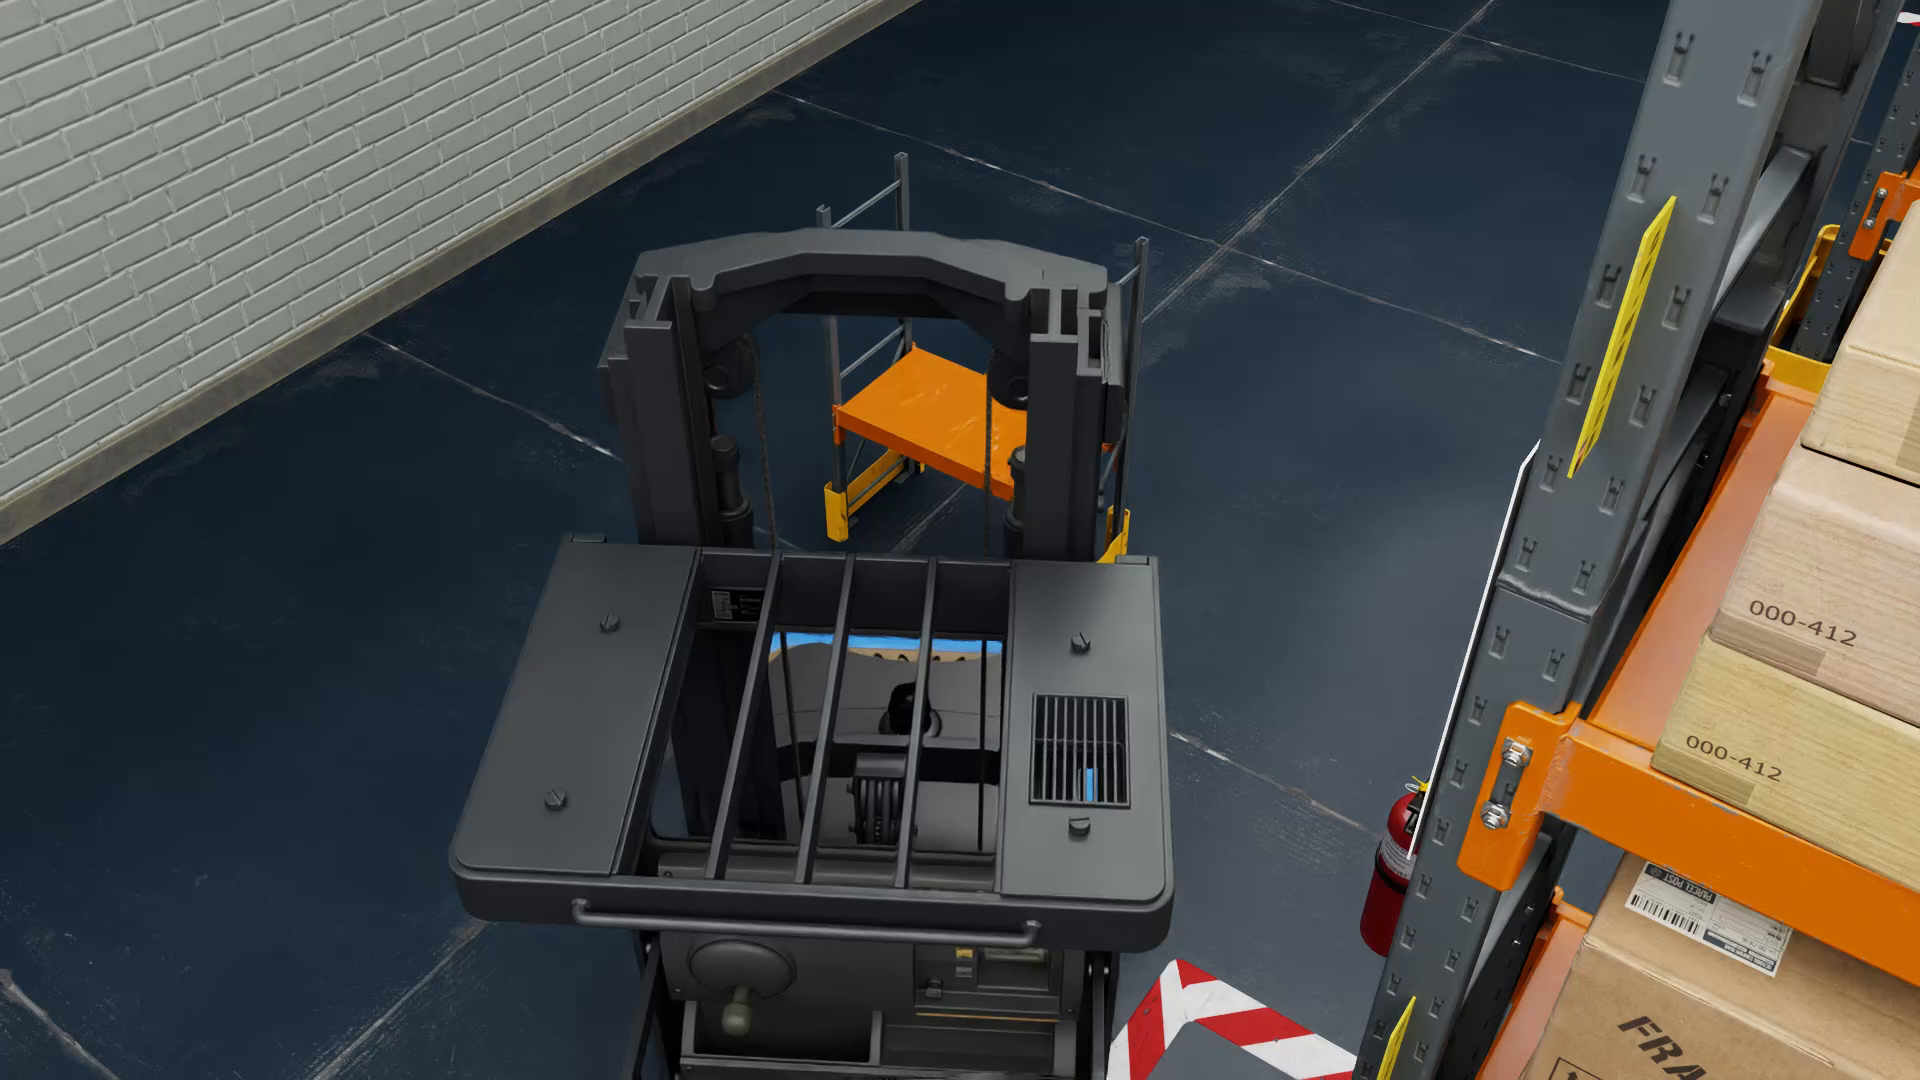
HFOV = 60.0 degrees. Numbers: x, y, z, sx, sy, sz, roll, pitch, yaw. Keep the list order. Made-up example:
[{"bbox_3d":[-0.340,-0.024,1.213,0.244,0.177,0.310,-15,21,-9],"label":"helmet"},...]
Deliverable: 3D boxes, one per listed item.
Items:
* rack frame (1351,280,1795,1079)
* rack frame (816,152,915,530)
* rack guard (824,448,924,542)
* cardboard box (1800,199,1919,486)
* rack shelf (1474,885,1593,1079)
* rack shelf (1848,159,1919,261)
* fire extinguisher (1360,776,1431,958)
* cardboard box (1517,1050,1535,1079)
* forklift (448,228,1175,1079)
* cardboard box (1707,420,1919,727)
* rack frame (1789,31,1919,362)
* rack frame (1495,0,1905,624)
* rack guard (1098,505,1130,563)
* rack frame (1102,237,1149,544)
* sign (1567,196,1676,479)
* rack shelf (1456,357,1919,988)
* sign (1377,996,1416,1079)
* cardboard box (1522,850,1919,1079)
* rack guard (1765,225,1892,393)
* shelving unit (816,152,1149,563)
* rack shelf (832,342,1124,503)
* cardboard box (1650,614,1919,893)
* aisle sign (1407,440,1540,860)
[{"bbox_3d":[1.042,0.929,3.462,0.127,3.000,1.000,25,48,25],"label":"rack frame"},{"bbox_3d":[-0.346,-0.721,6.431,0.032,1.500,0.500,25,48,25],"label":"rack frame"},{"bbox_3d":[-0.345,-0.255,6.847,0.087,0.250,0.587,25,48,25],"label":"rack guard"},{"bbox_3d":[1.176,-0.220,1.935,0.250,0.149,0.380,25,47,25],"label":"cardboard box"},{"bbox_3d":[2.679,1.963,2.847,4.000,0.370,1.077,25,48,25],"label":"rack shelf"},{"bbox_3d":[5.439,-0.778,5.910,4.000,0.370,1.077,25,48,25],"label":"rack shelf"},{"bbox_3d":[1.101,0.748,4.002,0.183,0.674,0.296,25,48,25],"label":"fire extinguisher"},{"bbox_3d":[1.251,1.103,2.969,0.500,0.500,0.500,27,49,27],"label":"cardboard box"},{"bbox_3d":[-0.201,0.976,3.461,1.130,2.935,3.031,2,42,3],"label":"forklift"},{"bbox_3d":[1.260,-0.006,1.995,0.500,0.250,0.500,26,48,26],"label":"cardboard box"},{"bbox_3d":[3.801,-1.812,6.526,0.127,3.000,1.000,25,48,25],"label":"rack frame"},{"bbox_3d":[1.042,-1.307,1.462,0.127,3.000,1.000,25,48,25],"label":"rack frame"},{"bbox_3d":[0.470,0.127,6.421,0.087,0.250,0.587,25,48,25],"label":"rack guard"},{"bbox_3d":[0.486,-0.332,5.996,0.032,1.500,0.500,25,48,25],"label":"rack frame"},{"bbox_3d":[0.730,-0.218,1.840,0.005,0.325,0.100,25,48,25],"label":"sign"},{"bbox_3d":[2.679,0.845,1.846,4.000,0.370,1.077,25,48,25],"label":"rack shelf"},{"bbox_3d":[0.730,0.903,2.843,0.005,0.325,0.100,25,48,25],"label":"sign"},{"bbox_3d":[1.257,0.725,2.642,0.500,0.500,0.500,25,47,25],"label":"cardboard box"},{"bbox_3d":[3.782,-0.890,7.370,0.348,0.500,1.175,25,48,25],"label":"rack guard"},{"bbox_3d":[0.062,-0.530,6.217,1.083,1.500,0.587,25,48,25],"label":"shelving unit"},{"bbox_3d":[0.070,-0.392,6.333,1.000,0.185,0.538,25,48,25],"label":"rack shelf"},{"bbox_3d":[1.263,0.178,2.164,0.500,0.250,0.500,27,48,27],"label":"cardboard box"},{"bbox_3d":[0.810,0.096,2.444,0.004,0.787,0.394,25,48,25],"label":"aisle sign"}]
